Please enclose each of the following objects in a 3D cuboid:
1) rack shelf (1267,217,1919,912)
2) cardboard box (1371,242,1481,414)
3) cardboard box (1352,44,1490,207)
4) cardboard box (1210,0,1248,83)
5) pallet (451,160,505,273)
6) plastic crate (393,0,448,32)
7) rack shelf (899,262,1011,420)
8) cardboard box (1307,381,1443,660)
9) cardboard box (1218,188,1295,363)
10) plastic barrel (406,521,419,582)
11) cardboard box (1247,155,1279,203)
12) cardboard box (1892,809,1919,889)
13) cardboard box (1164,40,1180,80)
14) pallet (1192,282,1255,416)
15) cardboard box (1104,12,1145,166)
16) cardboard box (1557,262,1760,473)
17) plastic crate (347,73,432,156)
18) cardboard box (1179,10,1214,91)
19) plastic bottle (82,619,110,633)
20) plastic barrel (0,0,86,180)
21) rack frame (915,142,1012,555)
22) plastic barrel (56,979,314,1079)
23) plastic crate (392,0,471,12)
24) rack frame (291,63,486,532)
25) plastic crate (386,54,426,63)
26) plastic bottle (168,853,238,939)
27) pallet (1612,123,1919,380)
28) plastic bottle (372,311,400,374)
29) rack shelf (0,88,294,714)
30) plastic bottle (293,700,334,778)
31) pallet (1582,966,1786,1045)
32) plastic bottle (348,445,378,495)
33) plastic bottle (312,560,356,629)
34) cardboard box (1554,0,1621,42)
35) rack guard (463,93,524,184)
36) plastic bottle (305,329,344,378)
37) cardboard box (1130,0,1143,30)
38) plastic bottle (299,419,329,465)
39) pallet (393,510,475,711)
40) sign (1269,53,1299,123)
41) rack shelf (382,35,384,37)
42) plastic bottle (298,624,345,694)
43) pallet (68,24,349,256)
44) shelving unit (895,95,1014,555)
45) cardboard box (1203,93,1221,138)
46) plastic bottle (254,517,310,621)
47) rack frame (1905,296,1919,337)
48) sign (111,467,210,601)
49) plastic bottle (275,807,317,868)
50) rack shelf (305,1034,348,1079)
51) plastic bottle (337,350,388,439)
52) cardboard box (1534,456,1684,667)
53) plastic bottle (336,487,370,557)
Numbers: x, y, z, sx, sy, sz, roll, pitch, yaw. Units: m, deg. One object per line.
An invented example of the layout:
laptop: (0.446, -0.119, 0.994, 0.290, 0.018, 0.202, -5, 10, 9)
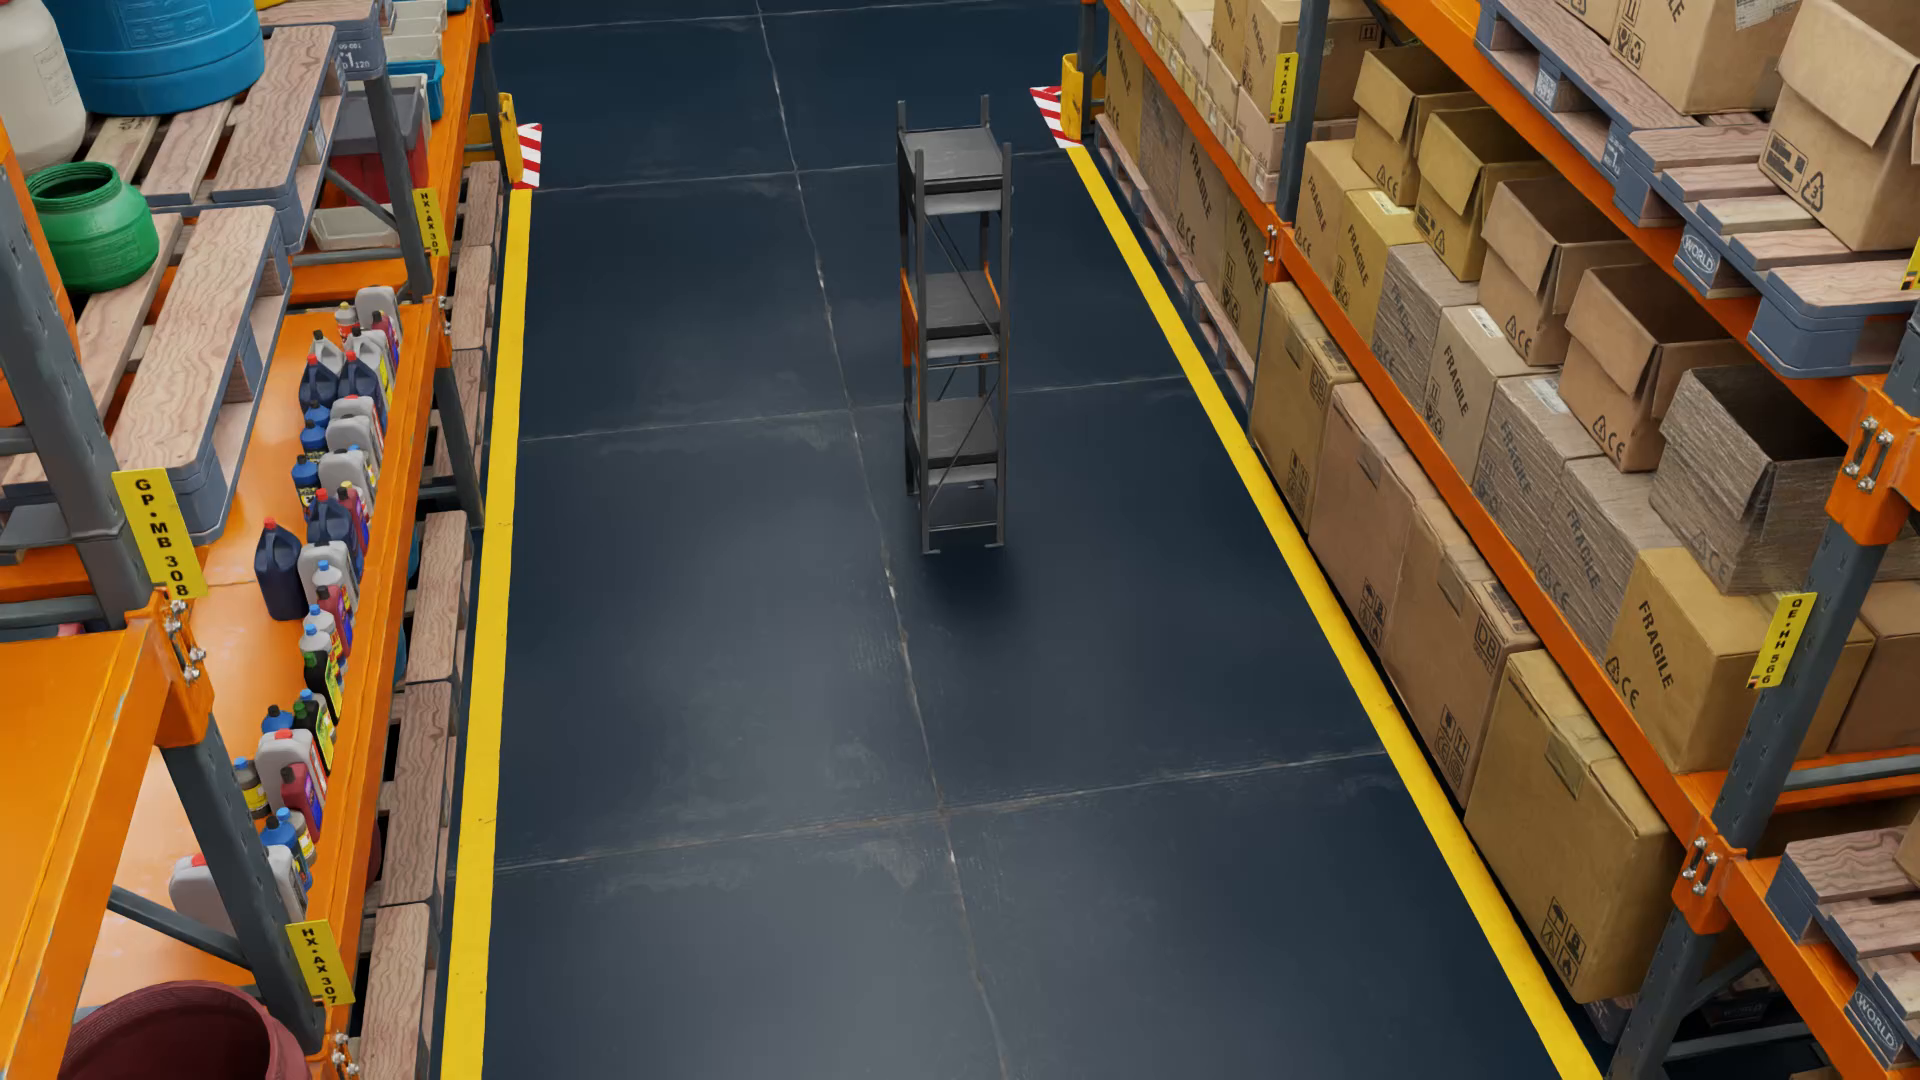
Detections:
rack shelf: (2.374, -0.258, 6.624, 1.077, 0.370, 4.000, -6, 38, -8)
cardboard box: (2.035, -0.879, 6.755, 0.500, 0.500, 0.500, -7, 38, -9)
cardboard box: (2.144, -1.801, 7.124, 0.797, 0.503, 0.637, -7, 38, -9)
cardboard box: (1.596, -2.657, 8.393, 0.500, 0.500, 0.500, -6, 38, -7)
pallet: (-3.447, -2.030, 10.591, 1.003, 0.211, 1.213, -6, 38, -8)
plastic crate: (-3.233, -3.080, 9.836, 0.396, 0.136, 0.243, -6, 38, -8)
rack shelf: (-0.029, -0.918, 7.643, 0.431, 0.518, 0.480, -6, 38, -8)
cardboard box: (2.313, -0.153, 7.292, 1.225, 0.875, 0.875, -7, 38, -10)
cardboard box: (1.987, -1.484, 9.005, 0.875, 0.875, 0.875, -6, 38, -8)
plastic barrel: (-2.774, -0.224, 7.362, 0.600, 0.901, 0.708, -6, 38, -8)
cardboard box: (1.648, -1.800, 8.227, 0.380, 0.149, 0.250, -6, 38, -8)
cardboard box: (2.859, 0.782, 4.274, 0.500, 0.500, 0.500, -11, 39, -14)
cardboard box: (1.379, -2.730, 9.424, 0.380, 0.149, 0.250, -6, 38, -7)
pallet: (1.967, -1.117, 9.415, 1.003, 0.211, 1.213, -6, 38, -8)
cardboard box: (1.513, -3.115, 11.104, 0.875, 0.875, 0.875, -6, 38, -8)
cardboard box: (2.501, -0.607, 5.587, 0.797, 0.503, 0.637, -5, 38, -7)
plastic crate: (-2.939, -2.137, 8.503, 0.437, 0.282, 0.530, -6, 38, -8)
cardboard box: (1.505, -2.668, 9.018, 0.500, 0.250, 0.500, -5, 38, -7)
plastic bottle: (-2.829, 0.228, 5.451, 0.144, 0.351, 0.185, -6, 38, -8)
plastic barrel: (-2.610, -1.260, 4.429, 0.433, 0.535, 0.433, 0, 38, 0)
rack frame: (0.014, -0.782, 7.445, 0.400, 2.100, 0.015, -6, 38, -8)
plastic barrel: (-1.772, 1.392, 3.802, 0.600, 0.536, 0.708, -6, 38, -8)
plastic crate: (-3.311, -3.489, 10.118, 0.616, 0.435, 0.499, -6, 38, -8)
rack frame: (-2.852, -1.218, 7.272, 1.000, 3.000, 0.127, -6, 38, -8)
plastic crate: (-3.053, -2.561, 9.168, 0.298, 0.136, 0.250, -6, 38, -8)
plastic bottle: (-2.059, 0.968, 4.561, 0.152, 0.276, 0.135, -6, 38, -8)
pallet: (2.560, -0.827, 4.479, 1.213, 0.211, 1.003, -5, 38, -6)
plastic bottle: (-2.380, -0.833, 6.873, 0.061, 0.283, 0.133, -6, 38, -8)
rack shelf: (-2.502, -0.910, 5.018, 1.077, 0.370, 4.000, -6, 38, -8)
plastic bottle: (-1.969, 0.583, 5.050, 0.061, 0.283, 0.133, -6, 38, -8)
pallet: (2.661, 1.283, 6.327, 1.003, 0.211, 1.213, -6, 38, -8)
plastic bottle: (-2.242, -0.262, 6.204, 0.097, 0.201, 0.097, 0, 38, 0)
plastic bottle: (-2.105, 0.183, 5.575, 0.097, 0.271, 0.097, 0, 38, 0)
cardboard box: (2.346, -1.957, 5.353, 0.797, 0.503, 0.637, -7, 38, -9)
rack guard: (-3.571, -2.660, 11.166, 1.175, 0.500, 0.348, -6, 38, -8)
plastic bottle: (-2.511, -0.663, 6.598, 0.144, 0.351, 0.185, -6, 38, -8)
cardboard box: (1.242, -3.197, 10.025, 0.380, 0.149, 0.250, -7, 38, -9)
plastic bottle: (-2.409, -0.332, 6.238, 0.097, 0.271, 0.097, 0, 38, 0)
pallet: (-2.758, 0.354, 7.522, 1.003, 0.211, 1.213, -6, 38, -8)
sign: (1.478, -2.063, 7.590, 0.100, 0.325, 0.005, -6, 38, -8)
rack shelf: (-3.203, -3.326, 8.128, 1.077, 0.370, 4.000, -6, 38, -8)
plastic bottle: (-2.047, 0.381, 5.320, 0.097, 0.271, 0.097, 0, 38, 0)
pallet: (-2.417, -1.180, 4.933, 1.003, 0.211, 1.213, -6, 38, -8)
shelving unit: (-0.029, -0.929, 7.634, 0.431, 2.100, 0.503, -6, 38, -8)
cardboard box: (1.513, -2.266, 8.826, 0.380, 0.149, 0.250, -6, 38, -7)
plastic bottle: (-2.302, 0.085, 5.636, 0.144, 0.351, 0.185, -6, 38, -8)
rack frame: (2.725, -1.703, 3.008, 1.000, 3.000, 0.127, -6, 38, -8)
sign: (-1.611, -0.008, 3.356, 0.100, 0.325, 0.005, -6, 38, -8)
plastic bottle: (-1.919, 0.849, 4.774, 0.097, 0.201, 0.097, 0, 38, 0)
rack shelf: (-1.801, 2.690, 2.828, 1.077, 0.370, 4.000, -6, 38, -8)
plastic bottle: (-2.337, -0.567, 6.474, 0.144, 0.351, 0.185, -6, 38, -8)
cardboard box: (2.313, 0.053, 5.555, 0.500, 0.500, 0.500, -7, 38, -8)
plastic bottle: (-2.163, -0.087, 5.912, 0.061, 0.283, 0.133, -6, 38, -8)
